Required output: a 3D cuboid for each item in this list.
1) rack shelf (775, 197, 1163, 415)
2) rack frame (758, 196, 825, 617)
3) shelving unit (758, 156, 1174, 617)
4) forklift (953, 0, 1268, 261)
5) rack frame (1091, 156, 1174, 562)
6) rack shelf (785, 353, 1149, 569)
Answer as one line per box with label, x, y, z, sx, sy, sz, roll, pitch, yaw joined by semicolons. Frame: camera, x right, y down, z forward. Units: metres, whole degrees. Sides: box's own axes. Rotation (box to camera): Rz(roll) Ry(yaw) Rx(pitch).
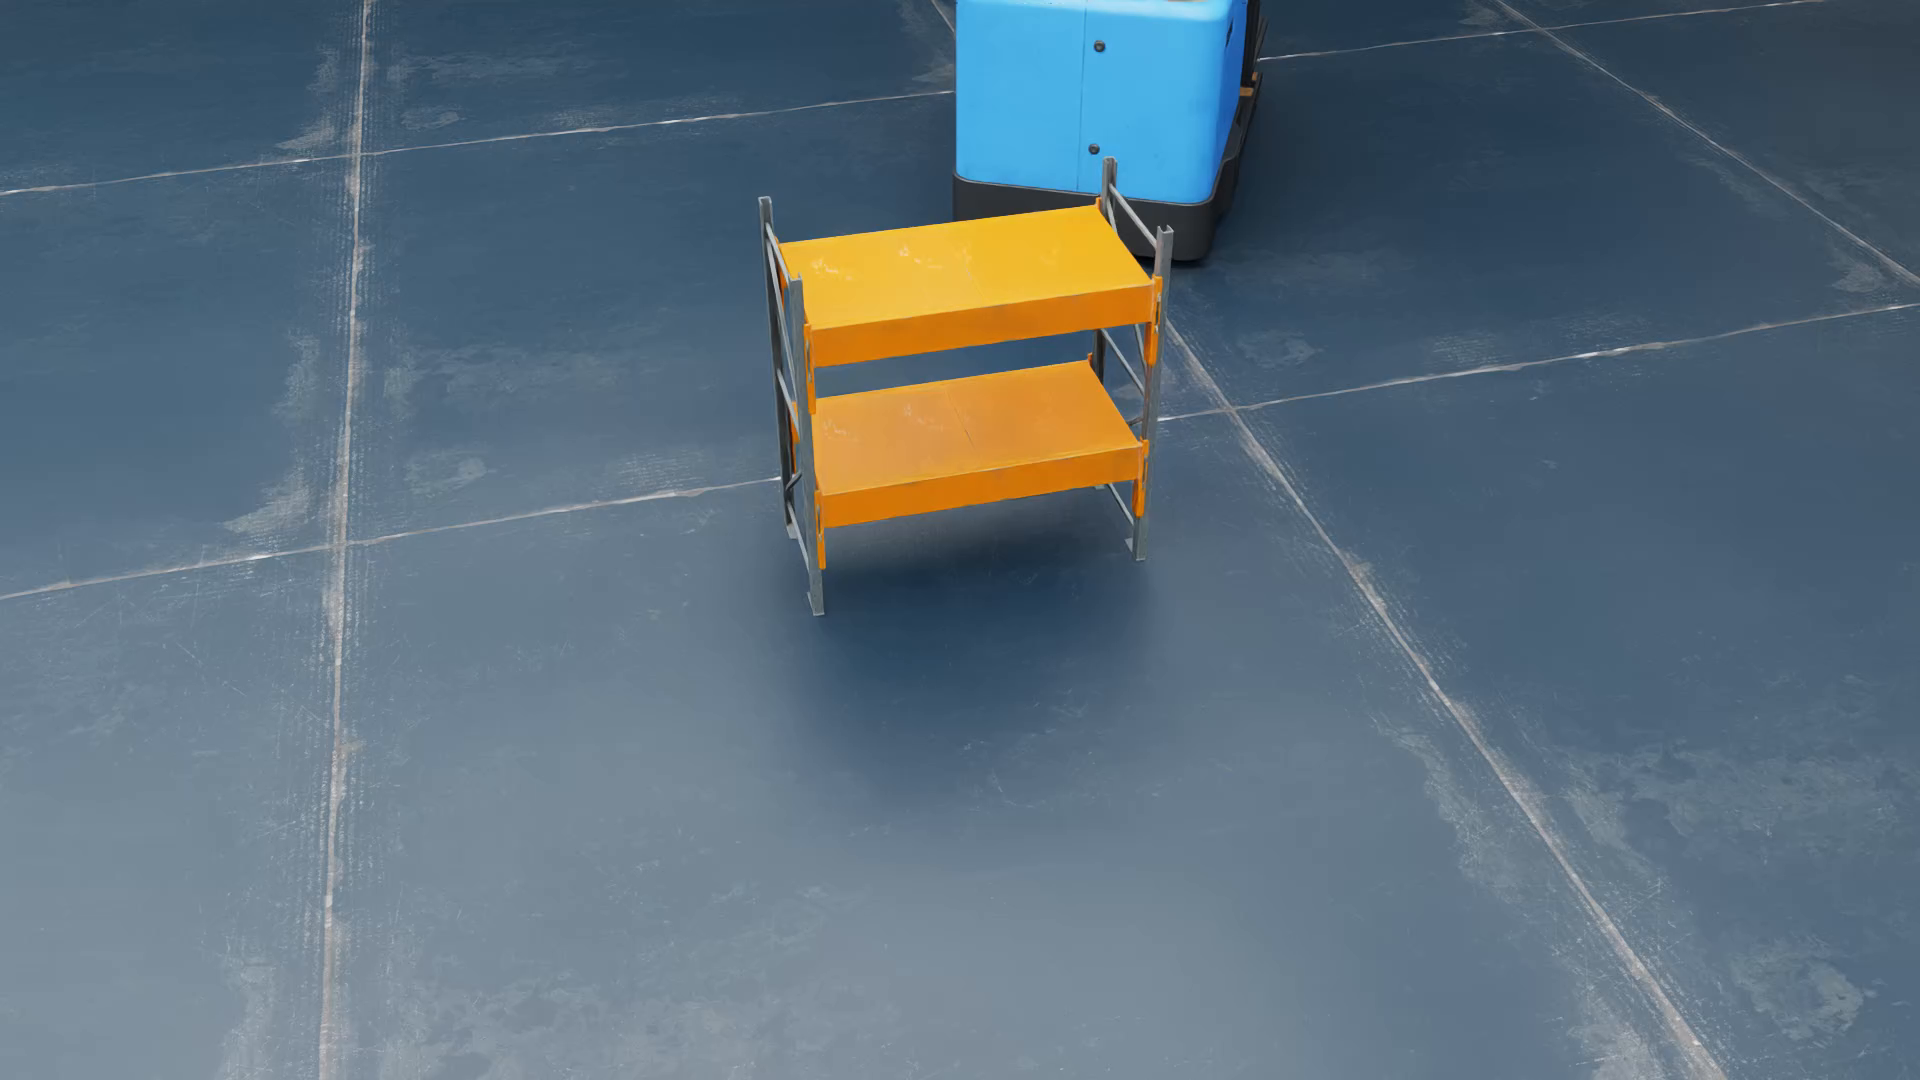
rack shelf;0.007;-0.680;4.732;1.000;0.278;0.538;-9;38;-12
rack frame;-0.484;-0.367;4.804;0.032;1.125;0.500;-9;38;-12
shelving unit;0.007;-0.448;4.910;1.048;1.125;0.538;-9;38;-12
forklift;0.825;-3.166;6.977;1.130;2.935;3.031;9;38;11
rack frame;0.497;-0.528;5.015;0.032;1.125;0.500;-9;38;-12
rack shelf;0.007;-0.254;5.058;1.000;0.278;0.538;-9;38;-12
